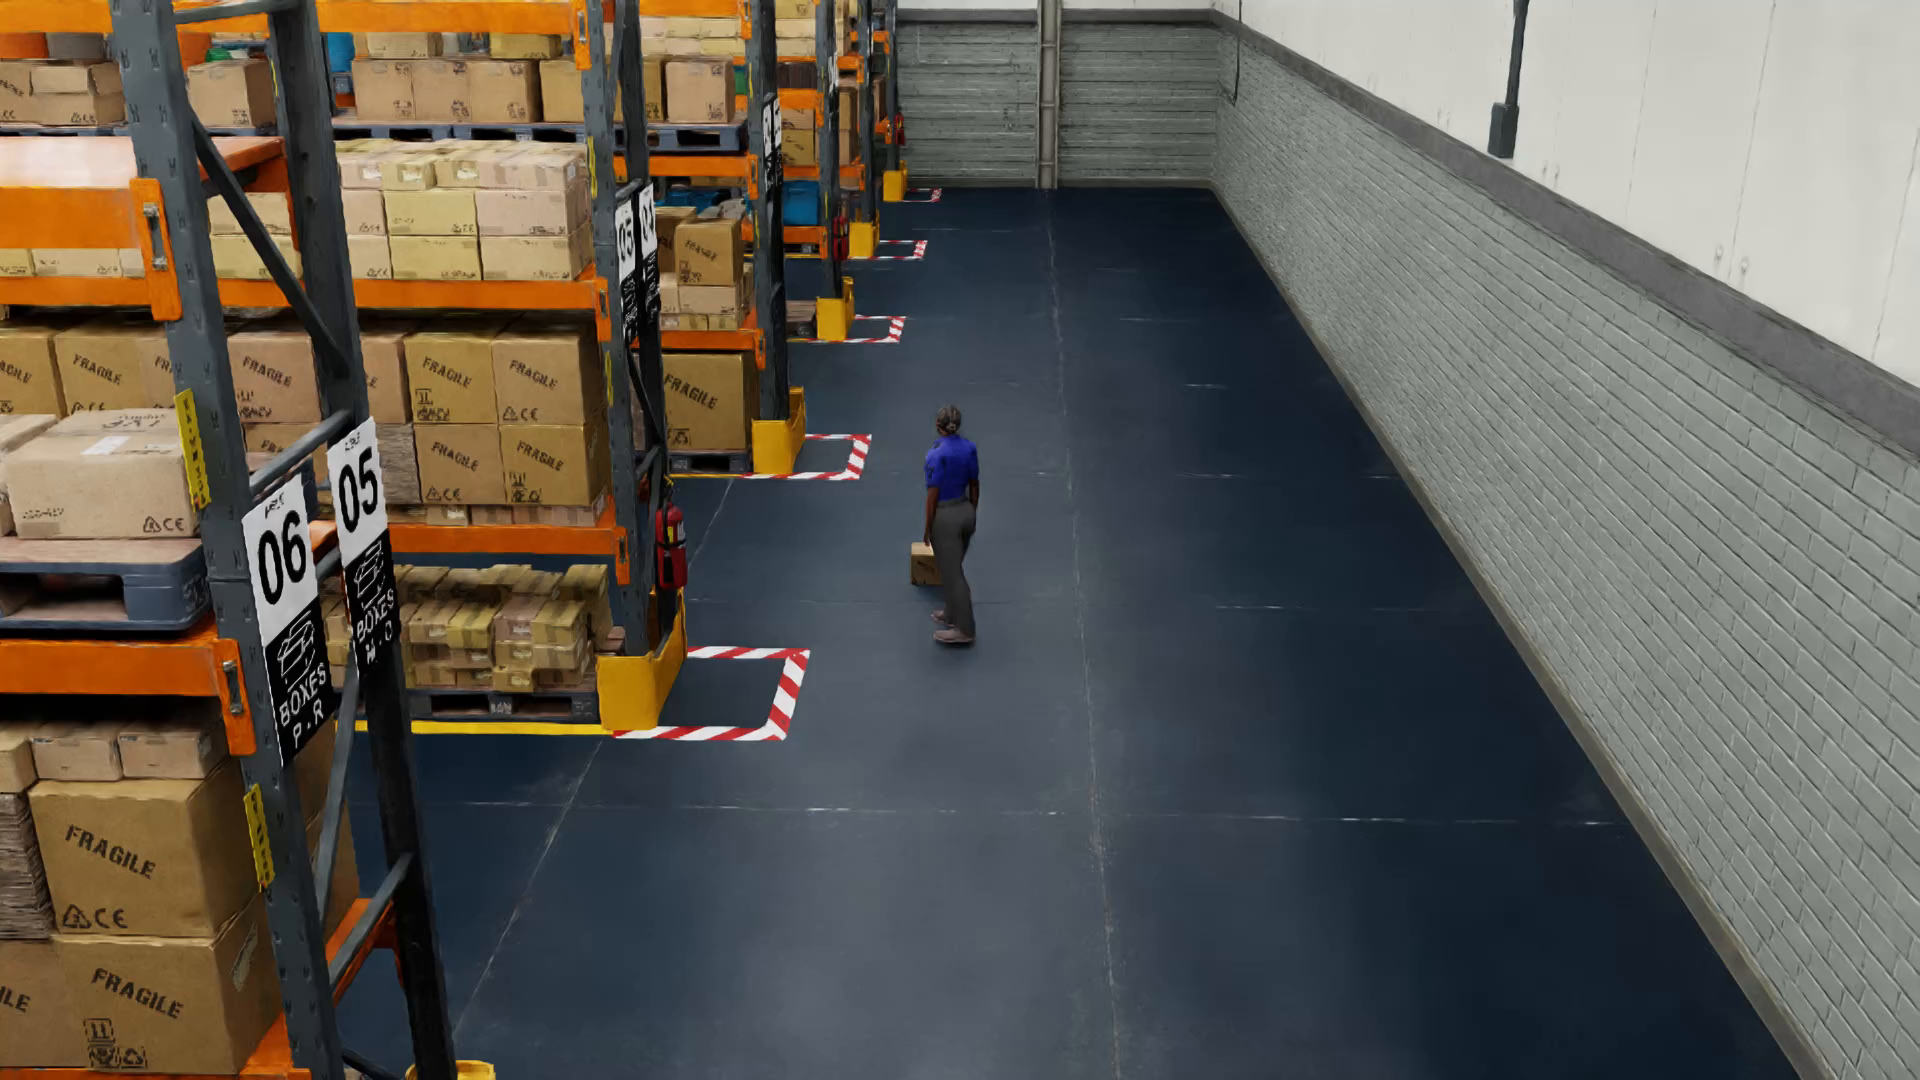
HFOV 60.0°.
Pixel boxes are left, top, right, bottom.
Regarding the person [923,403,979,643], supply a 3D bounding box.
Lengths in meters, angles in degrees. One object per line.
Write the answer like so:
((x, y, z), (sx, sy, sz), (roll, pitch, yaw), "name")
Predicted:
((-0.063, -0.127, 11.418), (0.551, 1.657, 0.465), (17, 27, 37), "person")
